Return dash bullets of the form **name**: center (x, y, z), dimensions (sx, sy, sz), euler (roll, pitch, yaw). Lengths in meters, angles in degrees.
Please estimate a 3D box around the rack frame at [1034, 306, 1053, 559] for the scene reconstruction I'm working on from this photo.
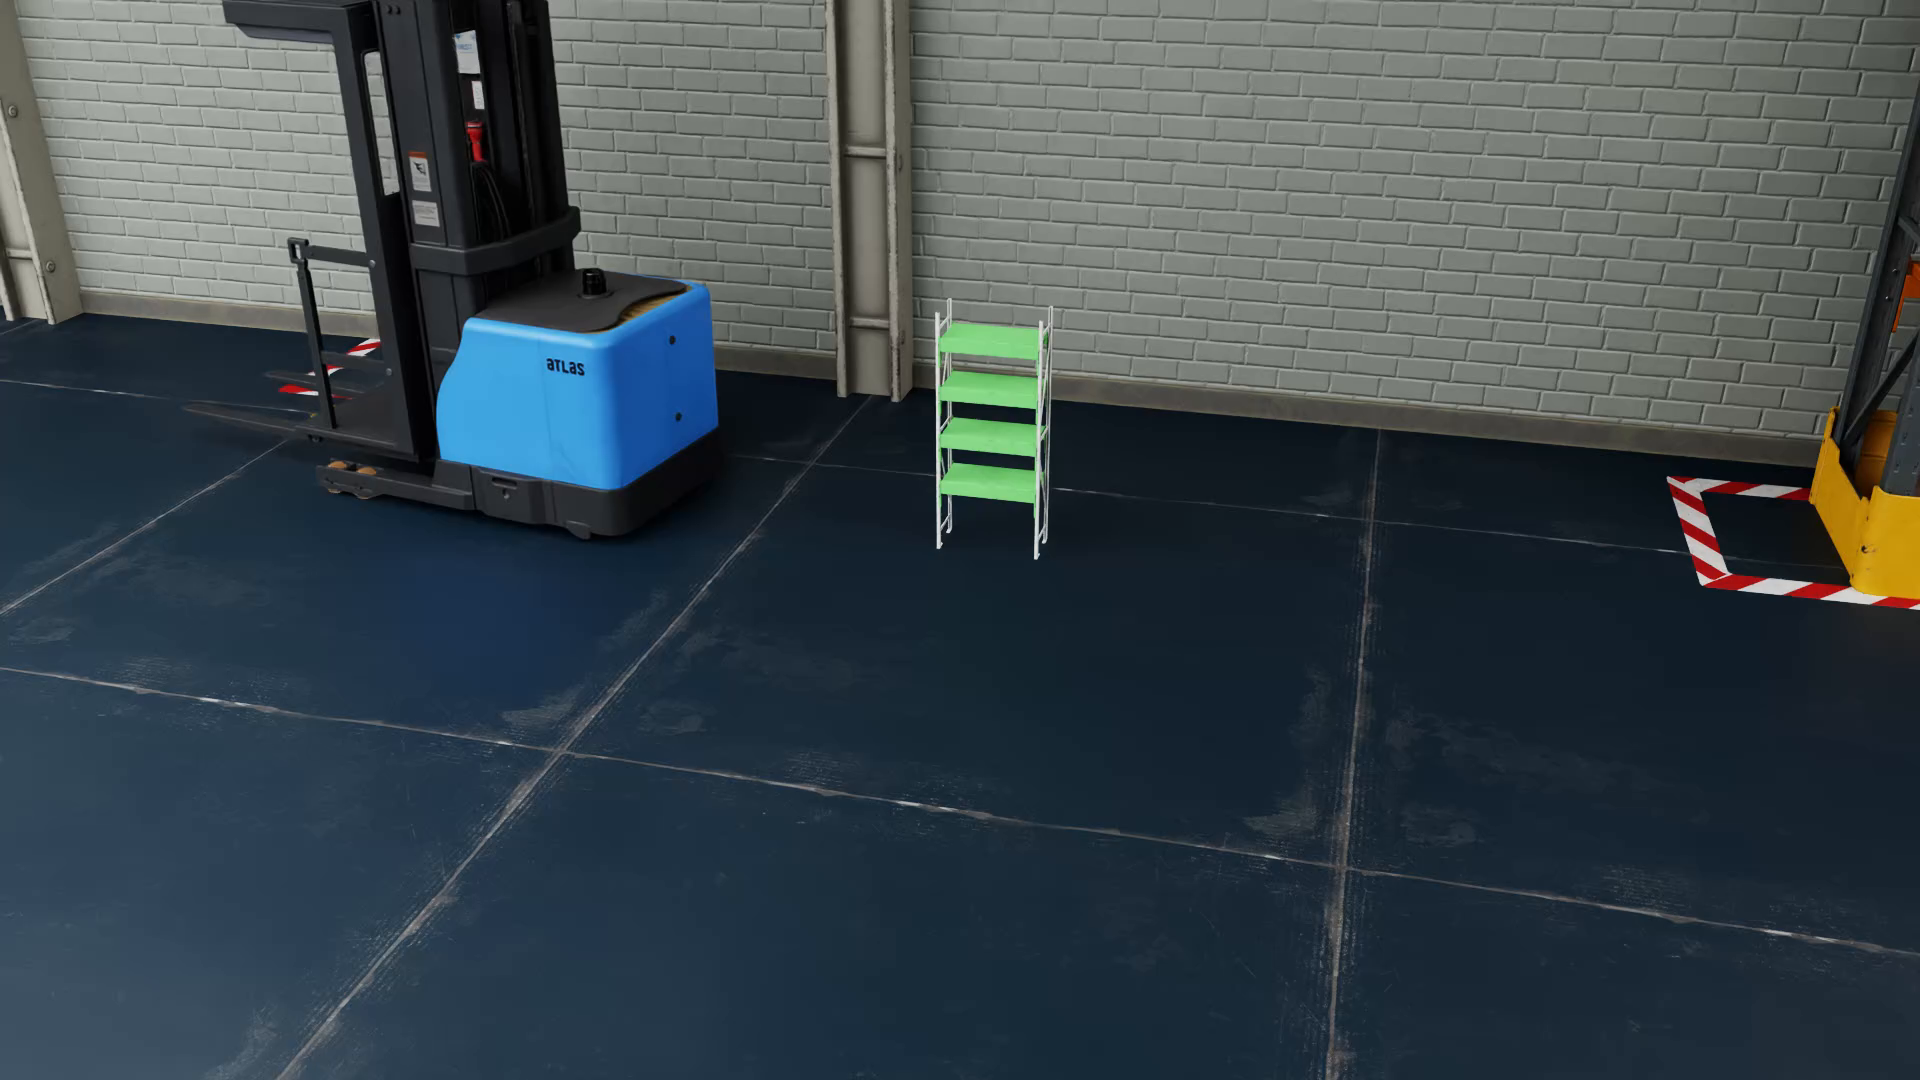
- **rack frame**: center (0.397, -0.498, 7.900), dimensions (0.015, 1.200, 0.240), euler (6, 26, 13)

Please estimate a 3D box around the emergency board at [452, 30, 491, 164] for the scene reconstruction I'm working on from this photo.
- **emergency board**: center (-2.899, -2.548, 10.112), dimensions (0.643, 1.169, 0.194), euler (6, 26, 13)

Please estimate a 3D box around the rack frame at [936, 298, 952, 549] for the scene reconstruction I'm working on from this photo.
- **rack frame**: center (-0.076, -0.550, 8.010), dimensions (0.015, 1.200, 0.240), euler (6, 26, 13)

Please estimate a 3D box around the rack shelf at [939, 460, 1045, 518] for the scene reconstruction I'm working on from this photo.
- **rack shelf**: center (0.160, -0.250, 8.085), dimensions (0.480, 0.148, 0.258), euler (6, 26, 13)

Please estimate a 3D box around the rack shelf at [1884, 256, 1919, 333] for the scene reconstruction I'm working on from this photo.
- **rack shelf**: center (6.340, -0.801, 7.280), dimensions (4.000, 0.370, 1.077), euler (6, 26, 13)

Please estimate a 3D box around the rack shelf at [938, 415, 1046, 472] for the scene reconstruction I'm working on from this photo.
- **rack shelf**: center (0.160, -0.466, 7.982), dimensions (0.480, 0.148, 0.258), euler (6, 26, 13)

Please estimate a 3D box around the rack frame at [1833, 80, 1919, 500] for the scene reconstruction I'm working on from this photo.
- **rack frame**: center (4.403, -1.340, 7.575), dimensions (0.127, 3.000, 1.000), euler (6, 26, 13)

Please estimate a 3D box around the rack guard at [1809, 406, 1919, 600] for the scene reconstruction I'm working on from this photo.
- **rack guard**: center (4.476, -0.203, 8.095), dimensions (0.348, 0.500, 1.175), euler (6, 26, 13)

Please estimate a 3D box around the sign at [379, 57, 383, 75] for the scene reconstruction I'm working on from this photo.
- **sign**: center (-3.406, -2.901, 10.196), dimensions (0.331, 0.109, 0.001), euler (6, 26, 13)

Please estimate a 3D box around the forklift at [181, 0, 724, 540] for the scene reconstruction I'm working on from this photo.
- **forklift**: center (-2.827, -1.730, 8.473), dimensions (3.031, 2.935, 1.130), euler (11, 27, 21)

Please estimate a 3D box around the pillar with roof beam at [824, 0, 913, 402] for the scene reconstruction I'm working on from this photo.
- **pillar with roof beam**: center (-1.587, -3.184, 4.469), dimensions (0.400, 9.000, 9.100), euler (6, 26, 13)

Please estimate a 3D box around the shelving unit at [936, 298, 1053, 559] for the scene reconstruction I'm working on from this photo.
- **shelving unit**: center (0.160, -0.524, 7.955), dimensions (0.503, 1.200, 0.258), euler (6, 26, 13)

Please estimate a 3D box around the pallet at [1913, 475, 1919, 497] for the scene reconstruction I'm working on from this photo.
- **pallet**: center (5.254, 0.029, 7.944), dimensions (1.213, 0.211, 1.003), euler (6, 26, 13)

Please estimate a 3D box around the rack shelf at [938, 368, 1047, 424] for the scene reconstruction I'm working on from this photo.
- **rack shelf**: center (0.160, -0.683, 7.879), dimensions (0.480, 0.148, 0.258), euler (6, 26, 13)

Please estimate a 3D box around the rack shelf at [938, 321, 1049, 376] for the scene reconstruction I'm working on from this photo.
- **rack shelf**: center (0.160, -0.900, 7.776), dimensions (0.480, 0.148, 0.258), euler (6, 26, 13)

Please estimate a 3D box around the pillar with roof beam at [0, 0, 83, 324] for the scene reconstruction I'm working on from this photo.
- **pillar with roof beam**: center (-7.398, -3.826, 5.818), dimensions (0.400, 9.000, 9.100), euler (6, 26, 13)
